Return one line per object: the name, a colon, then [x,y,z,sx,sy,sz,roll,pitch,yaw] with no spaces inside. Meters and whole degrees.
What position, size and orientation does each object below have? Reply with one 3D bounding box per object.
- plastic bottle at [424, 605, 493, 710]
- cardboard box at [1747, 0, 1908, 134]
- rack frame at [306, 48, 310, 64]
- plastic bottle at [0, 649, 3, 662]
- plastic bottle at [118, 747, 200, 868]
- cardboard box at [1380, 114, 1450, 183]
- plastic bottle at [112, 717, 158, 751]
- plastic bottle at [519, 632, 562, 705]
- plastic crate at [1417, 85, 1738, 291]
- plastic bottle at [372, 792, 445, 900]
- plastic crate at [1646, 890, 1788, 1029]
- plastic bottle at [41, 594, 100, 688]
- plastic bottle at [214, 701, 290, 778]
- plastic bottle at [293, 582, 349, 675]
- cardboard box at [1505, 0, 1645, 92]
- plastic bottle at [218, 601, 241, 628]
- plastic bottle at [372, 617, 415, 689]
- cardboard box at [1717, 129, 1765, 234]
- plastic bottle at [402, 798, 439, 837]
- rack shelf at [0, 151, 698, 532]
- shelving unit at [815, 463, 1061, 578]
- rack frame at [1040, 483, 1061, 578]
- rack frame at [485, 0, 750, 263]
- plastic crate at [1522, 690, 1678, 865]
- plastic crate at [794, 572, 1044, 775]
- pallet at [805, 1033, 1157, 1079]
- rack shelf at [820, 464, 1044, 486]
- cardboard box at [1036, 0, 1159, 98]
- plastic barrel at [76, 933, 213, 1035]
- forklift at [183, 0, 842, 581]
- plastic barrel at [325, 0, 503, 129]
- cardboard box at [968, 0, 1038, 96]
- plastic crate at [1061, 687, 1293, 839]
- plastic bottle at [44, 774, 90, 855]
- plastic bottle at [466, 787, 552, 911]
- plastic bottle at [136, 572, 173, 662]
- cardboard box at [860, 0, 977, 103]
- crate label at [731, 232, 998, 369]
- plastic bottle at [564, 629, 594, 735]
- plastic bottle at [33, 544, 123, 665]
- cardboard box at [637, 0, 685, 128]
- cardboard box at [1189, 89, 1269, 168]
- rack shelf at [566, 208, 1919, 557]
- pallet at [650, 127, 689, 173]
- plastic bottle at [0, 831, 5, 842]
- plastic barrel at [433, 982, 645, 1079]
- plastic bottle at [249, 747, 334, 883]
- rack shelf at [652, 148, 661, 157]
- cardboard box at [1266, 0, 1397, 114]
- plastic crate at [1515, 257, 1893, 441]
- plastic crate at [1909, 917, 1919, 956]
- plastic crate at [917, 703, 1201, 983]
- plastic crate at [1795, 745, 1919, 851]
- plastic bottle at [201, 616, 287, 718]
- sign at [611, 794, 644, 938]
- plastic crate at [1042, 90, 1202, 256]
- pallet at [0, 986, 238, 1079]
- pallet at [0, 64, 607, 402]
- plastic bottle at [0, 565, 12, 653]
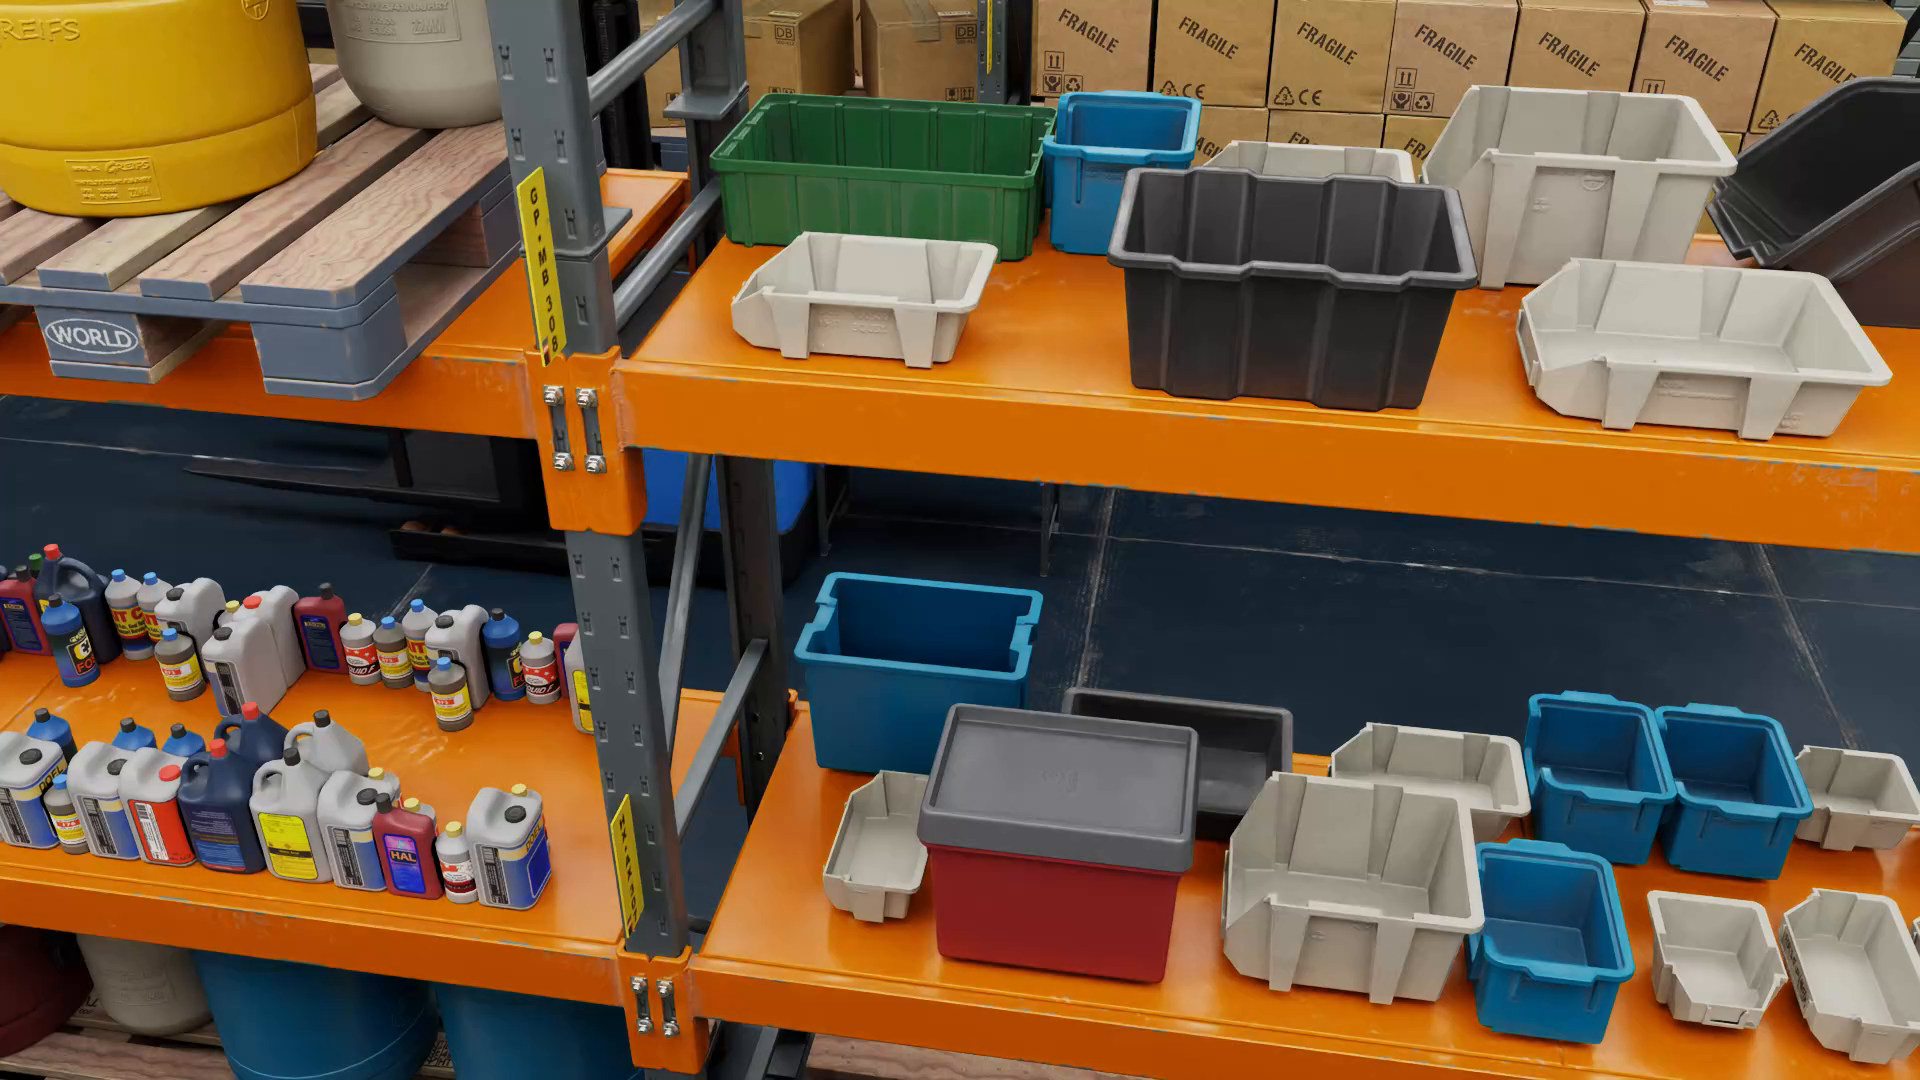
plastic bottle: [-1.367,0.307,4.549,0.135,0.276,0.152,5,32,8]
cardboard box: [3.681,-2.068,7.190,0.500,0.500,0.500,5,32,8]
rack frame: [-3.720,-2.420,8.789,0.127,3.000,1.000,5,32,8]
plastic bottle: [-2.802,0.227,4.670,0.133,0.283,0.061,5,32,8]
plastic bottle: [-1.914,0.636,4.023,0.135,0.276,0.152,5,32,8]
cardboard box: [2.179,-1.783,7.676,0.500,0.500,0.500,5,32,8]
plastic bottle: [-2.044,0.560,4.150,0.097,0.271,0.097,0,32,0]
plastic bottle: [-1.152,0.343,4.562,0.097,0.201,0.097,0,32,0]
plastic crate: [1.196,-0.696,3.319,0.530,0.282,0.437,5,32,8]
plastic bottle: [-1.293,0.714,3.892,0.133,0.283,0.061,5,32,8]
plastic crate: [1.638,0.931,3.628,0.250,0.136,0.298,5,32,8]
plastic bottle: [-2.473,0.272,4.610,0.097,0.271,0.097,0,32,0]
plastic bottle: [-1.733,0.546,4.097,0.185,0.351,0.144,5,32,8]
plastic bottle: [-1.779,0.242,4.646,0.133,0.283,0.061,5,32,8]
cardboard box: [2.671,-2.156,7.331,0.500,0.500,0.500,6,33,10]
plastic bottle: [-2.029,0.264,4.688,0.097,0.201,0.097,0,32,0]
plastic bottle: [-1.572,0.305,4.622,0.097,0.201,0.097,0,32,0]
cardboard box: [3.679,-1.646,7.458,0.500,0.500,0.500,6,33,10]
plastic bottle: [-1.297,0.706,3.982,0.097,0.201,0.097,0,32,0]
rack shelf: [-2.585,-0.617,3.760,4.000,0.370,1.077,5,32,8]
shelving unit: [-0.084,-0.643,7.364,1.048,1.500,0.538,5,32,8]
rack frame: [0.417,-0.598,7.292,0.032,1.500,0.500,5,32,8]
rack frame: [-0.614,-2.015,2.488,0.127,3.000,1.000,5,32,8]
plastic crate: [1.547,0.592,4.079,0.300,0.233,0.416,5,32,8]
plastic crate: [-0.096,0.372,4.287,0.575,0.384,0.392,5,32,8]
pallet: [0.117,1.755,4.747,1.213,0.211,1.003,5,32,8]
rack shelf: [-0.084,-0.491,7.460,1.000,0.185,0.538,5,32,8]
cardboard box: [0.640,-2.340,7.624,0.500,0.500,0.500,6,33,9]
plastic barrel: [-2.387,1.186,4.977,0.421,0.512,0.421,0,32,0]
forklift: [-2.129,-1.409,7.238,3.031,2.935,1.130,6,33,9]
plastic barrel: [-1.091,-1.158,3.421,0.433,0.535,0.433,0,32,0]
cardboard box: [0.390,-3.911,12.801,0.750,0.750,0.750,6,32,9]
plastic crate: [0.535,0.578,4.202,0.590,0.125,0.437,5,32,8]
plastic bottle: [-2.166,0.660,4.056,0.097,0.201,0.097,0,32,0]
plastic bottle: [-1.057,0.714,3.899,0.135,0.276,0.152,5,32,8]
plastic bottle: [-2.257,0.214,4.703,0.097,0.271,0.097,0,32,0]
cardboard box: [-0.206,-2.442,8.335,0.500,0.500,0.700,-5,32,-8]
crate label: [-0.180,-0.437,3.043,0.466,0.136,0.293,5,32,8]
plastic bottle: [-0.946,0.344,4.420,0.185,0.351,0.144,5,32,8]
plastic bottle: [-2.496,0.171,4.696,0.185,0.351,0.144,5,32,8]
cardboard box: [-1.529,-2.408,8.281,0.500,0.500,0.700,-3,32,-4]
cardboard box: [1.185,-1.873,7.821,0.500,0.500,0.500,6,32,9]
rack shelf: [1.358,-0.260,3.190,4.000,0.370,1.077,5,32,8]
pallet: [-1.802,-2.167,8.566,1.213,0.211,1.003,5,32,8]
plastic bottle: [-2.394,0.639,4.089,0.097,0.201,0.097,0,32,0]
plastic barrel: [-1.147,1.182,4.617,0.708,0.901,0.600,5,32,8]
plastic bottle: [-1.575,0.638,3.951,0.185,0.351,0.144,5,32,8]
rack shelf: [-1.748,-1.936,8.694,4.000,0.370,1.077,5,32,8]
cardboard box: [1.656,-2.248,7.477,0.500,0.500,0.500,4,32,7]
plastic crate: [1.250,-0.330,2.871,0.530,0.136,0.437,5,32,8]
plastic crate: [2.212,0.959,3.582,0.243,0.136,0.396,5,32,8]
plastic crate: [0.224,0.686,3.710,0.583,0.464,0.402,5,32,8]
plastic crate: [2.170,0.644,4.085,0.298,0.136,0.250,5,32,8]
plastic bottle: [-1.944,0.337,4.502,0.135,0.276,0.152,5,32,8]
sign: [-0.708,0.698,3.547,0.005,0.325,0.100,5,32,8]
plastic crate: [0.337,-0.759,3.465,0.300,0.233,0.416,5,32,8]
pallet: [-2.574,1.511,5.137,1.213,0.211,1.003,5,32,8]
pallet: [-1.403,-0.683,3.364,1.003,0.211,1.213,5,32,8]
plastic bottle: [-2.810,0.142,4.742,0.185,0.351,0.144,5,32,8]
